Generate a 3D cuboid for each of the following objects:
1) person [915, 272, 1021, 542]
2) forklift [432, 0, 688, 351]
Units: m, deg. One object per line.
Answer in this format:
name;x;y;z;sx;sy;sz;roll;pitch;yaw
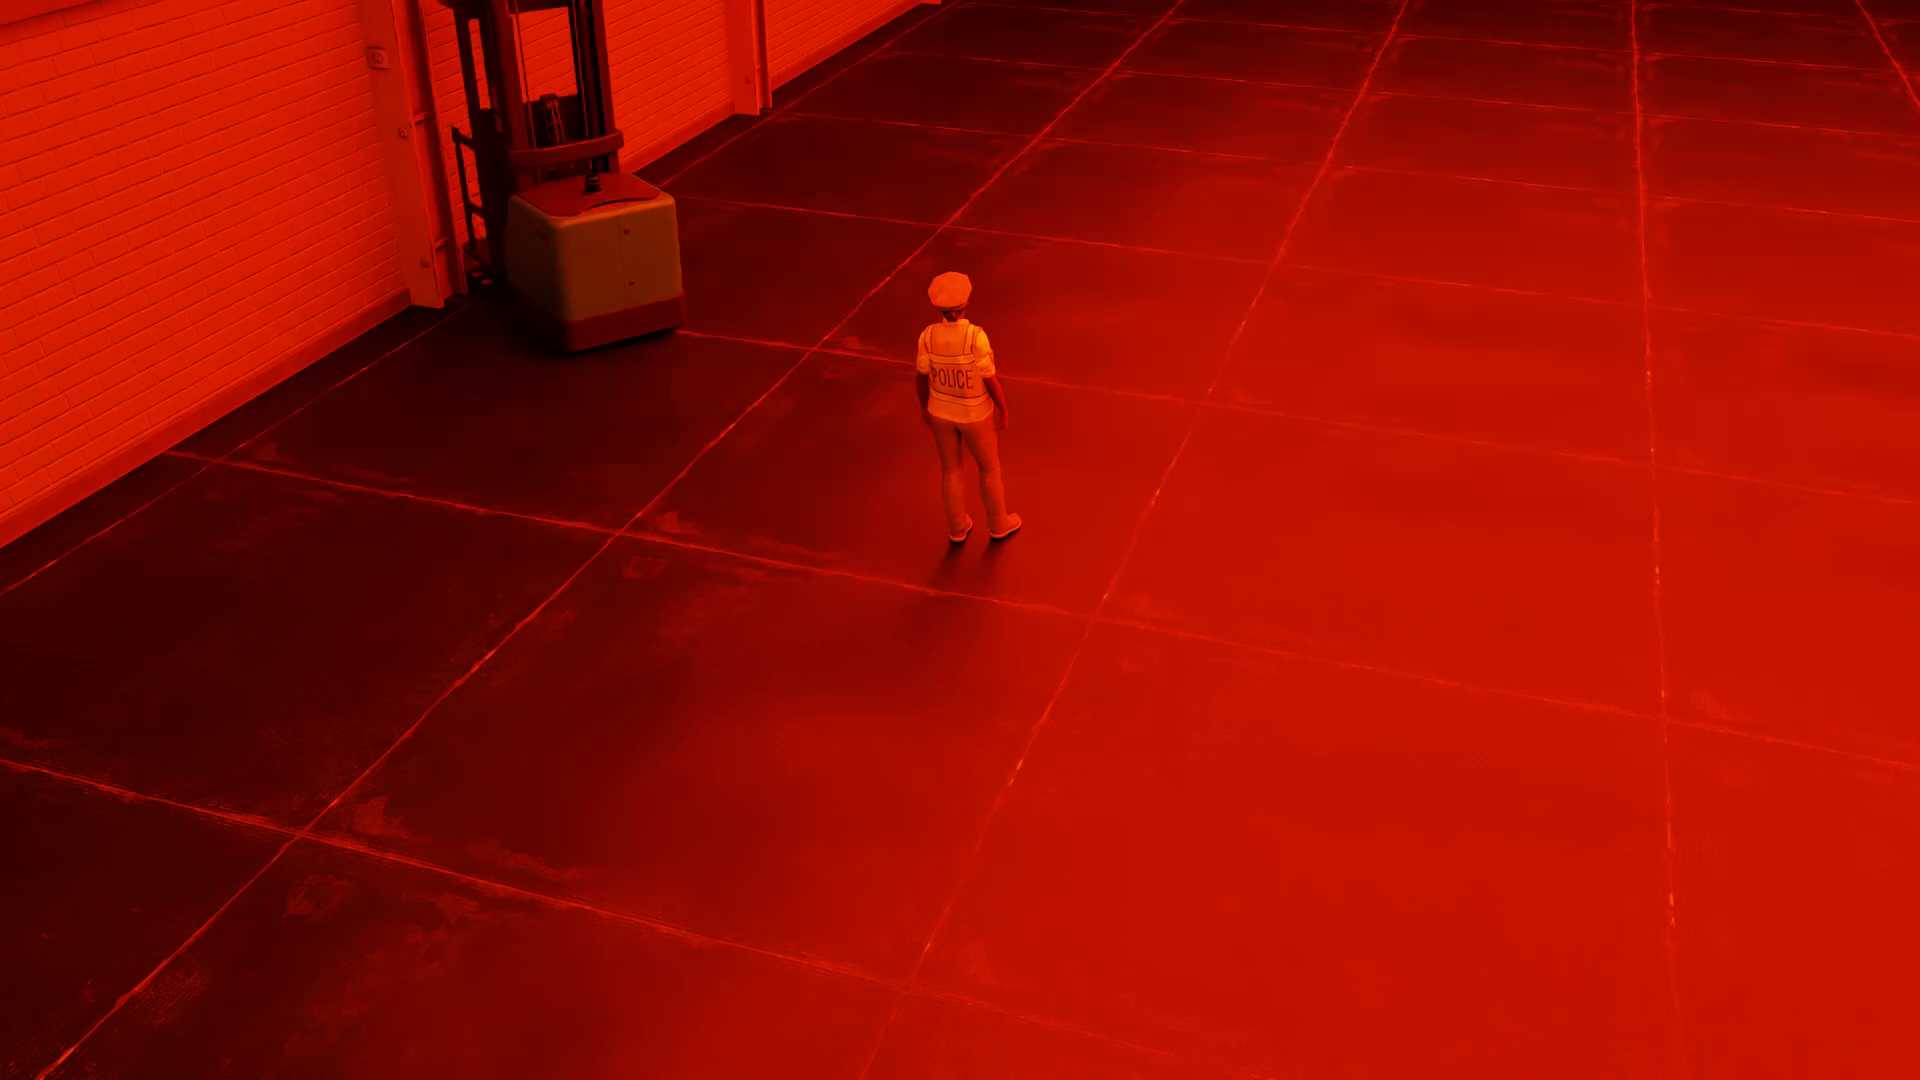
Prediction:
person;0.043;-0.774;9.729;0.569;1.695;0.530;10;31;16
forklift;-3.395;-3.356;13.023;1.130;2.935;3.031;-20;35;-31
